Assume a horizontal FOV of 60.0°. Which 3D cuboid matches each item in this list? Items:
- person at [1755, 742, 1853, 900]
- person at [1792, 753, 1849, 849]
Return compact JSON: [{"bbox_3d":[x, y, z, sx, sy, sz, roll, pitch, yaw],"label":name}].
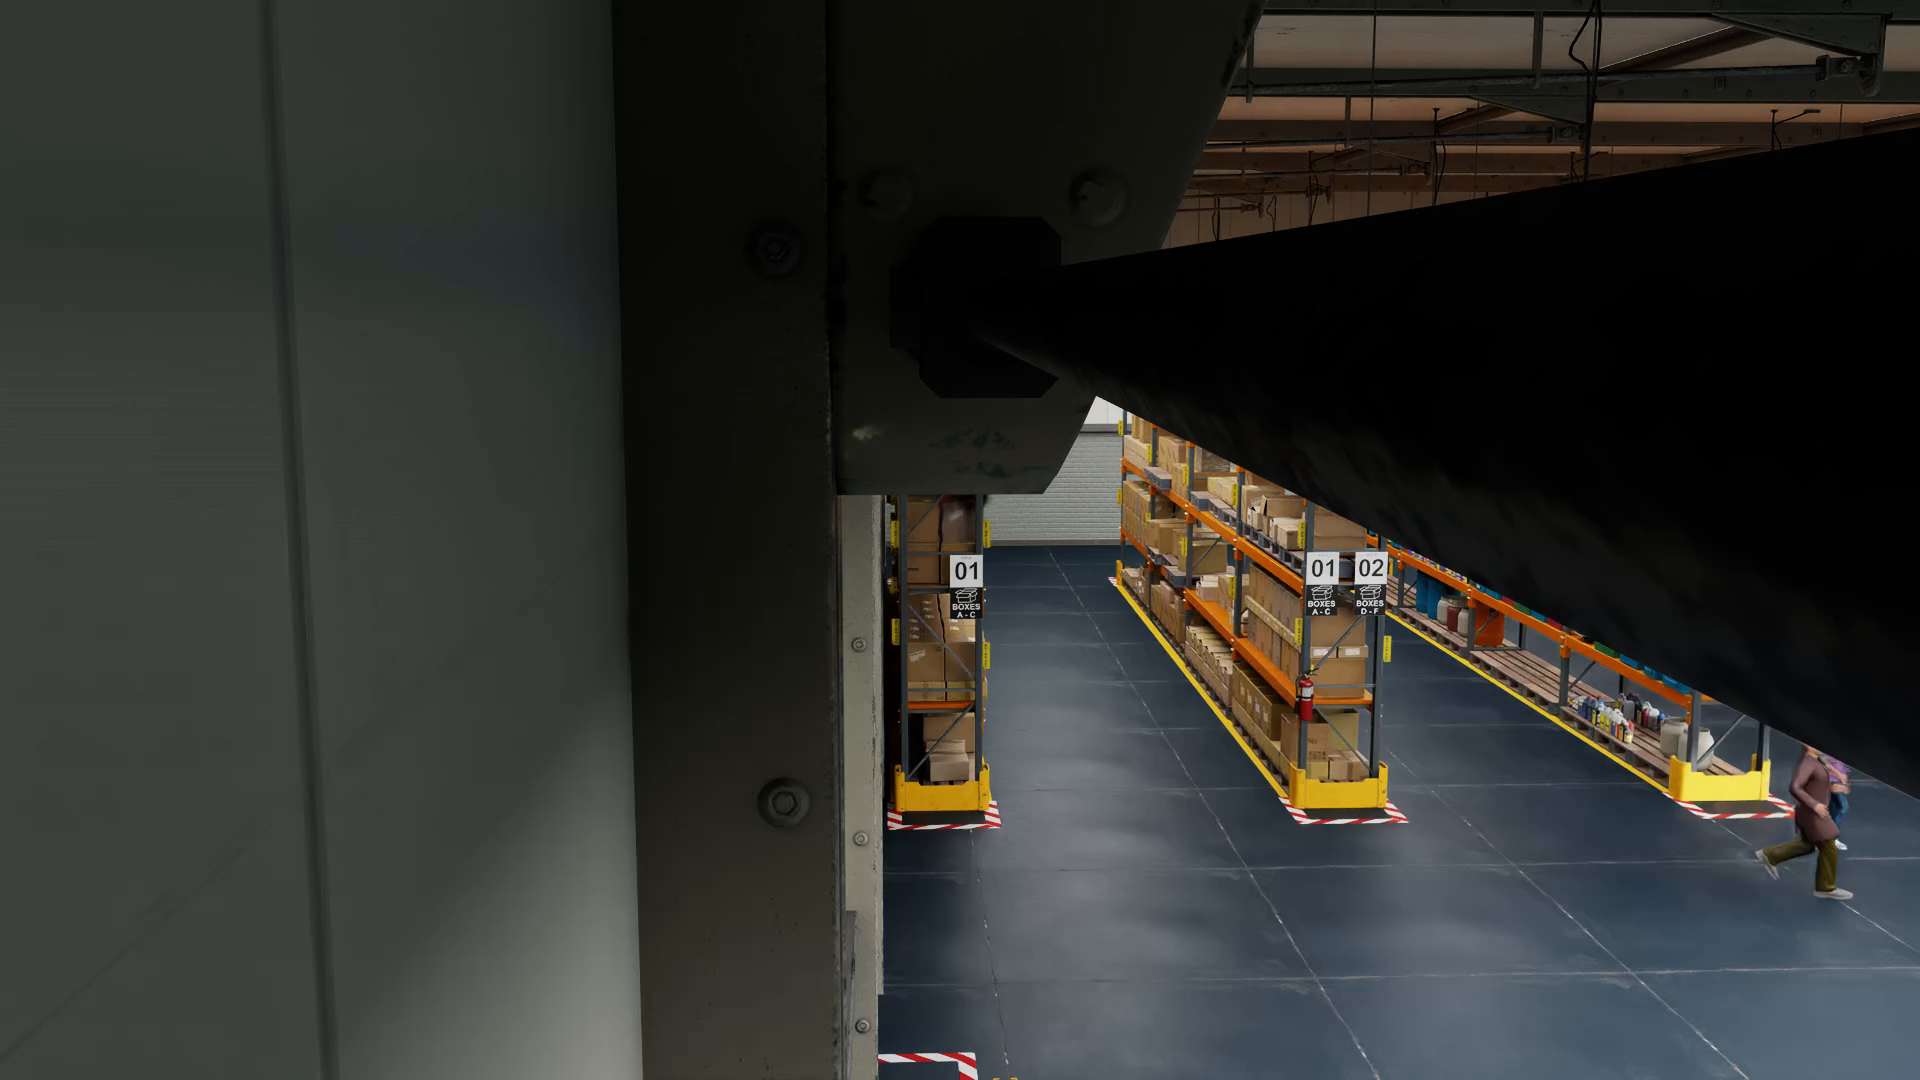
[{"bbox_3d":[8.954,2.890,17.553,0.953,1.750,0.720,4,9,24],"label":"person"},{"bbox_3d":[9.987,2.753,19.238,0.608,1.583,0.555,7,11,38],"label":"person"}]
